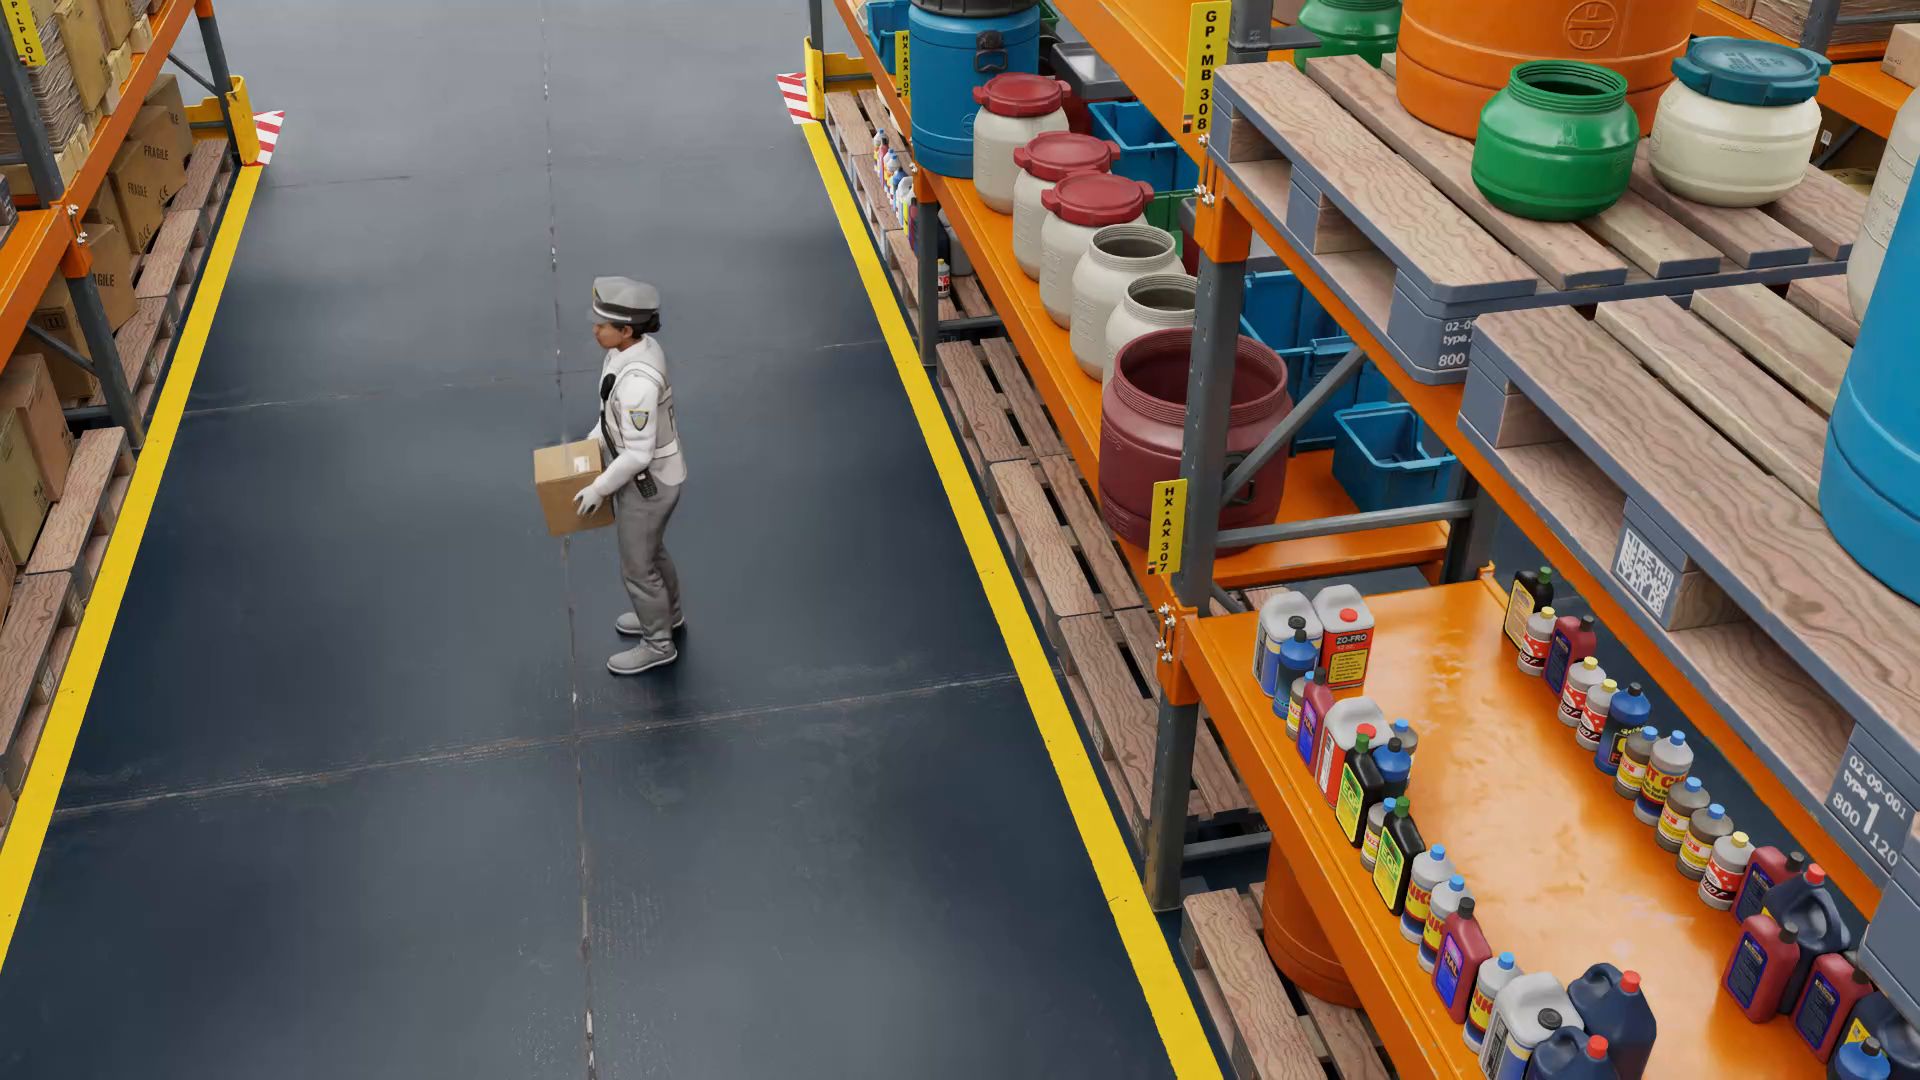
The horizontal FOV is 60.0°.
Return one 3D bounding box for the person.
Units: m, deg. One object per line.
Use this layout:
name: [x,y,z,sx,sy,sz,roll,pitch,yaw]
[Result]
person: [-1.268,-0.225,6.467,0.404,1.663,0.533,-8,35,-11]
